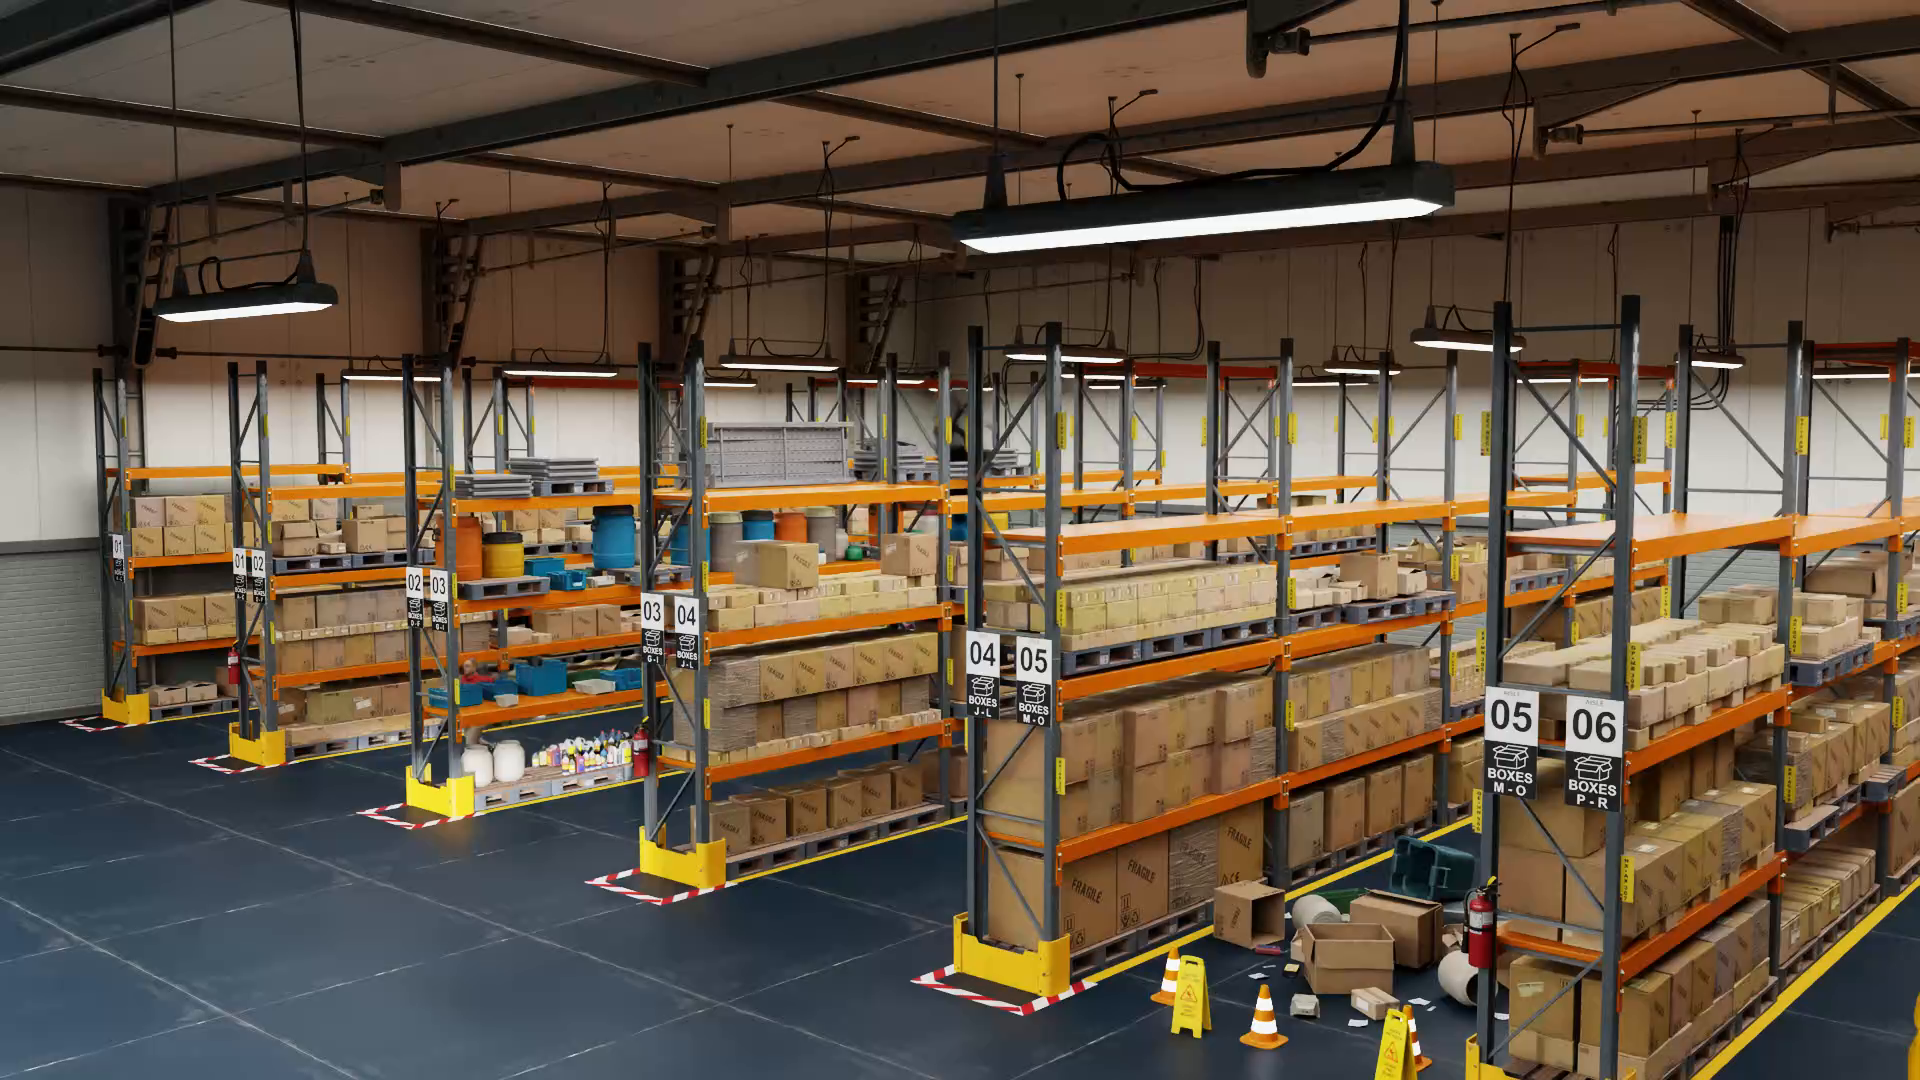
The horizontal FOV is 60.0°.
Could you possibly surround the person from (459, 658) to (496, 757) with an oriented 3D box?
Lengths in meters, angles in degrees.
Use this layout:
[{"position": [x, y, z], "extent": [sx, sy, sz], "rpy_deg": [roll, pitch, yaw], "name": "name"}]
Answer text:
[{"position": [-6.959, 2.552, 23.994], "extent": [0.648, 1.729, 0.922], "rpy_deg": [2, 5, 29], "name": "person"}]
